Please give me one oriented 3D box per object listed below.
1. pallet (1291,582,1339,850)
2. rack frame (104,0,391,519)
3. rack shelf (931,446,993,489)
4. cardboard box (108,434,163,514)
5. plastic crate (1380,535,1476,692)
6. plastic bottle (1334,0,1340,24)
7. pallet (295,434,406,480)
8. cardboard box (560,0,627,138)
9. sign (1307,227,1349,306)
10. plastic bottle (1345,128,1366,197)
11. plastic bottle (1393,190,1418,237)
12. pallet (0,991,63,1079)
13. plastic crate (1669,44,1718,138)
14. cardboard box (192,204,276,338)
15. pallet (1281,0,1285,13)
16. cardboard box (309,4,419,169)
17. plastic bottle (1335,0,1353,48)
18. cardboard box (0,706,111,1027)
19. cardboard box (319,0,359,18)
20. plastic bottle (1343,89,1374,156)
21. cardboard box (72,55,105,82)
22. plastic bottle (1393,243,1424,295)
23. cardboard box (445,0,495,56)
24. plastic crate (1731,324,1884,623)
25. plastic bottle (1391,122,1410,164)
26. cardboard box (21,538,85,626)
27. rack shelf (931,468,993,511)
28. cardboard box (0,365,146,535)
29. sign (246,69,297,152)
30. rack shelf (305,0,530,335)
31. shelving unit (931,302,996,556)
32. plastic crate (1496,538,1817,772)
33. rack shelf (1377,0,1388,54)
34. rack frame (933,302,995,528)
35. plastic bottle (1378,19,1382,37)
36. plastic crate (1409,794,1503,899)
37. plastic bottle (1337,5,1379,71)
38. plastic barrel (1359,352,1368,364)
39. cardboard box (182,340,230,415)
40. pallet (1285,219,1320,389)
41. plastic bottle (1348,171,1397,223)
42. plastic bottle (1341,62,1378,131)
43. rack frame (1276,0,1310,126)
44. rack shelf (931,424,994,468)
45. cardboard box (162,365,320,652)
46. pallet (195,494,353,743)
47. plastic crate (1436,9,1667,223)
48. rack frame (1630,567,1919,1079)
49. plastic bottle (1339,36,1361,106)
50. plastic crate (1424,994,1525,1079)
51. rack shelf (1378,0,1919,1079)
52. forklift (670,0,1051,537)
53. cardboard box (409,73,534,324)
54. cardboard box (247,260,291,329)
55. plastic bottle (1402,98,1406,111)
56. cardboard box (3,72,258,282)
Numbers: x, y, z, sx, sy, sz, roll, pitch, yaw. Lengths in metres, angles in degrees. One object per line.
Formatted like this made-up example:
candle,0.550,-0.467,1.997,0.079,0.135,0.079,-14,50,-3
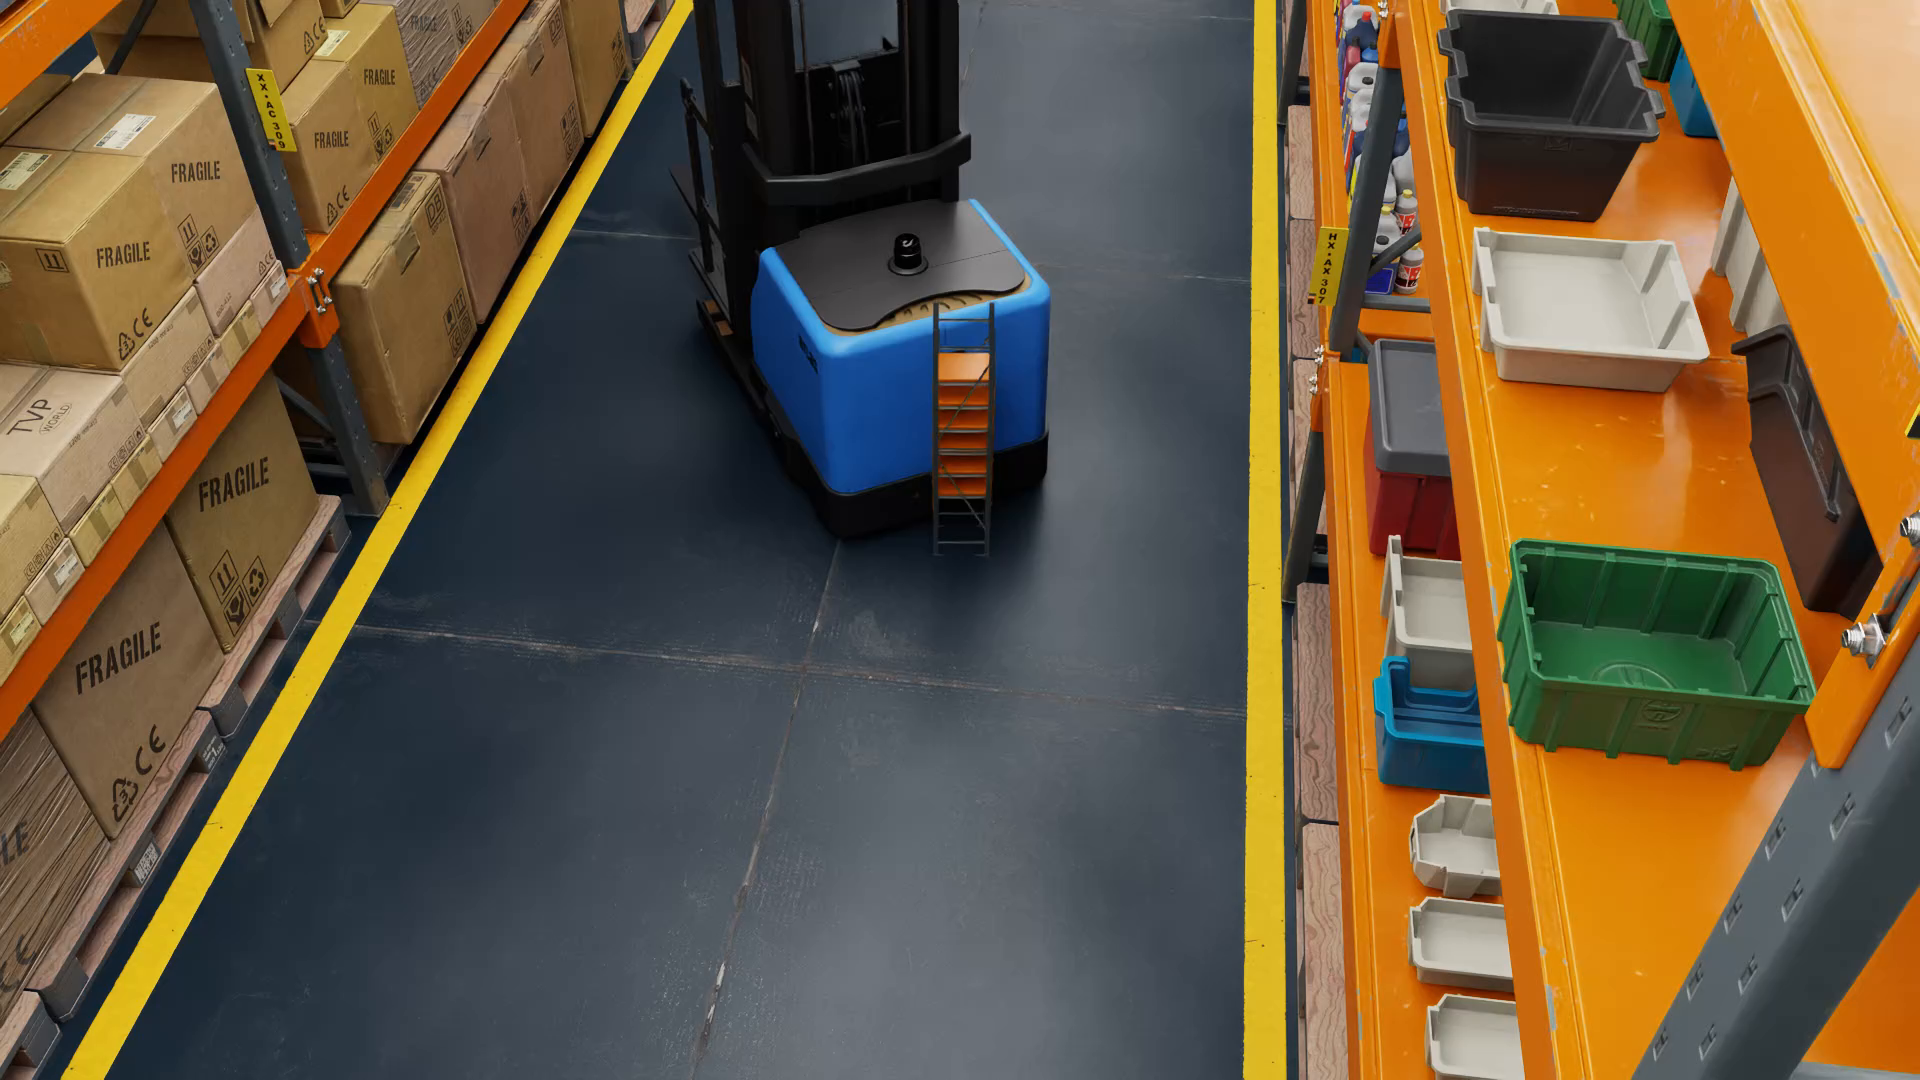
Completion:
pallet,1.795,0.699,6.381,1.003,0.211,1.213,5,44,6
rack frame,-3.056,-1.269,6.430,1.000,3.000,0.127,5,44,6
rack shelf,0.008,-0.310,6.964,0.258,0.103,0.180,0,43,-1
cardboard box,-2.907,-0.238,5.525,0.380,0.149,0.250,6,44,6
plastic crate,1.469,0.227,4.894,0.437,0.282,0.530,5,44,6
plastic bottle,1.853,-2.592,7.922,0.097,0.271,0.097,0,43,0
pallet,-3.029,-0.789,7.952,1.003,0.211,1.213,5,44,6
cardboard box,-2.639,-2.907,9.401,1.225,0.875,0.875,3,44,4
sign,1.308,-0.970,5.914,0.100,0.325,0.005,5,44,6
plastic bottle,1.675,-1.583,6.798,0.144,0.351,0.185,5,44,6
plastic bottle,1.759,-1.295,6.602,0.097,0.201,0.097,0,43,0
pallet,-3.557,1.918,5.093,1.003,0.211,1.213,5,44,6
plastic crate,2.049,-1.197,4.295,0.416,0.233,0.300,5,44,6
cardboard box,-2.854,-0.997,6.037,0.500,0.250,0.500,4,44,5
pallet,2.687,-3.885,11.222,1.003,0.211,1.213,5,44,6
cardboard box,-2.682,-1.938,7.065,0.500,0.500,0.500,5,44,6
plastic bottle,1.807,-2.453,7.766,0.061,0.283,0.133,5,44,6
cardboard box,-3.459,1.013,5.261,0.875,0.875,0.875,5,44,6
cardboard box,-2.878,-2.572,7.004,0.797,0.503,0.637,6,44,6
plastic bottle,1.718,-1.756,7.035,0.152,0.276,0.135,5,44,6
cardboard box,-3.265,-1.648,6.759,0.500,0.500,0.500,5,44,6
plastic bottle,1.711,-1.046,6.339,0.097,0.201,0.097,0,43,0
cardboard box,-2.552,-2.632,7.797,0.500,0.500,0.500,6,44,6
plastic crate,1.799,-0.175,3.139,0.504,0.338,0.767,5,44,6
plastic bottle,1.818,-1.569,6.784,0.144,0.351,0.185,5,44,6
cardboard box,-2.976,0.109,5.158,0.380,0.149,0.250,6,44,6
rack shelf,0.007,-0.223,7.047,0.258,0.103,0.180,0,43,-1
cardboard box,-2.988,-0.297,5.296,0.500,0.250,0.500,6,44,6
sign,-2.506,-1.562,6.053,0.100,0.325,0.005,5,44,6
rack shelf,-2.792,-2.370,8.117,1.077,0.370,4.000,5,44,6
shelving unit,0.010,-0.430,6.851,0.258,1.200,0.189,0,43,-1
plastic crate,1.172,0.197,2.855,0.450,0.188,0.336,5,44,6
rack shelf,2.118,-3.009,6.610,1.077,0.370,4.000,5,44,6
rack frame,0.009,-0.492,6.917,0.240,1.200,0.006,0,43,-1
plastic bottle,1.965,-2.285,7.540,0.144,0.351,0.185,5,44,6
plastic crate,1.339,0.818,4.375,0.298,0.136,0.250,5,44,6
plastic bottle,1.821,-2.289,7.598,0.152,0.276,0.135,5,44,6
plastic barrel,1.942,-0.578,6.922,0.600,0.901,0.708,5,44,6
cardboard box,-2.840,-0.589,5.896,0.380,0.149,0.250,5,44,5
pallet,2.156,-1.162,8.346,1.003,0.211,1.213,5,44,6
plastic bottle,1.633,-1.320,6.575,0.152,0.276,0.135,5,44,6
plastic bottle,1.748,-1.914,7.202,0.152,0.276,0.135,5,44,6
rack frame,2.382,-3.544,8.834,1.000,3.000,0.127,5,44,6
rack shelf,0.010,-0.397,6.882,0.258,0.103,0.180,0,43,-1
cardboard box,-3.223,-0.207,6.549,0.875,0.875,0.875,5,44,6
pallet,-3.234,0.255,6.849,1.003,0.211,1.213,5,44,6
plastic crate,1.417,-1.038,4.101,0.497,0.269,0.590,5,44,6
rack frame,1.321,-0.271,1.013,0.949,2.616,0.053,5,44,6
plastic bottle,1.734,-2.078,7.370,0.061,0.283,0.133,5,44,6
plastic crate,1.306,1.213,3.957,0.396,0.136,0.243,5,44,6
rack shelf,1.589,-0.283,3.731,1.077,0.370,4.000,5,44,6
forklift,-0.669,-2.099,7.358,1.130,2.935,3.031,-17,46,-17
cardboard box,-2.874,-1.697,8.122,1.225,0.875,0.875,4,44,4
cardboard box,-2.772,-0.940,6.266,0.380,0.149,0.250,5,44,6
plastic bottle,1.844,-1.755,7.038,0.097,0.271,0.097,0,43,0
cardboard box,-2.852,-1.257,5.765,0.500,0.500,0.500,6,44,7
